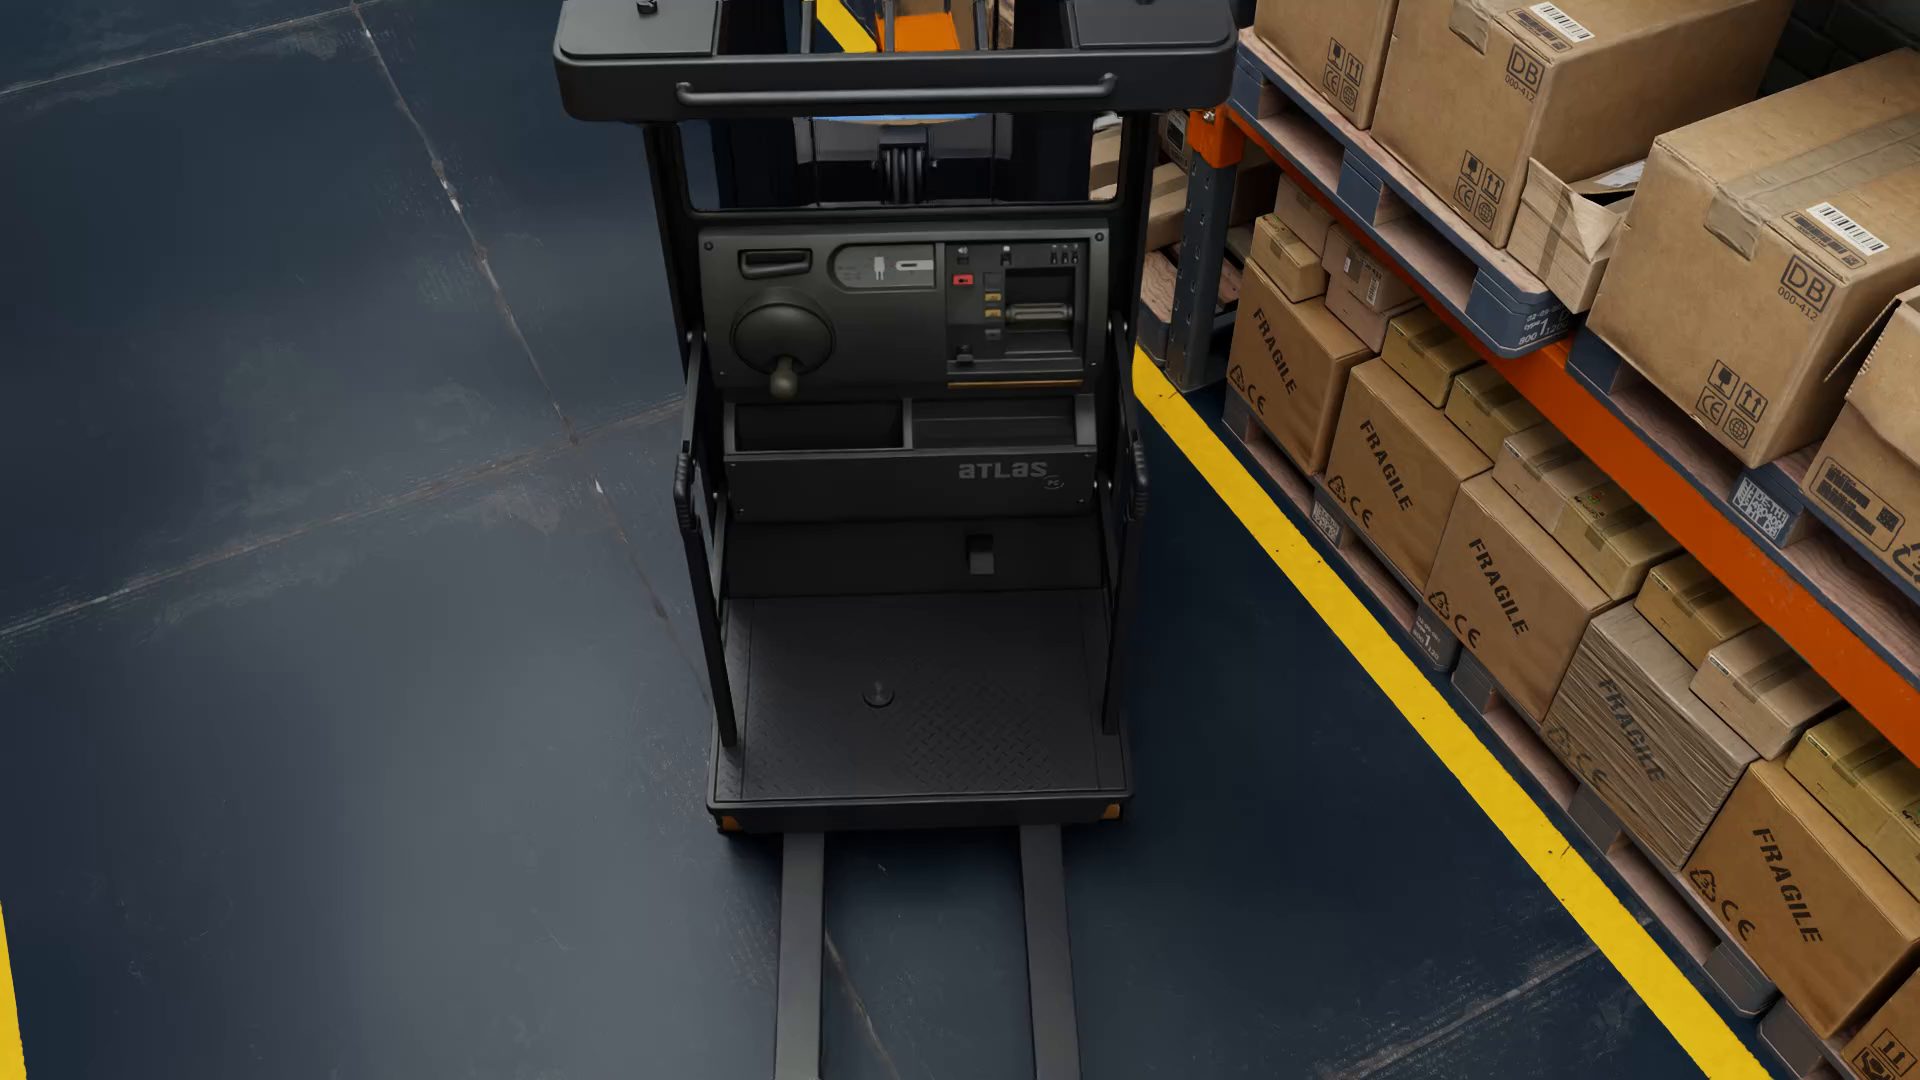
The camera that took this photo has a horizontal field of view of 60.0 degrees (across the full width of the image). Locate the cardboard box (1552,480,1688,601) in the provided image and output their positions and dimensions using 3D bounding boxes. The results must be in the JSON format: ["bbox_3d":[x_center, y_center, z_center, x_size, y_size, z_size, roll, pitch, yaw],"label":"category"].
[{"bbox_3d":[1.756,-0.036,4.240,0.380,0.149,0.250,-19,52,-16],"label":"cardboard box"}]

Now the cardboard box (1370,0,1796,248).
[{"bbox_3d":[1.435,-1.115,3.887,0.700,0.500,0.500,-21,52,-17],"label":"cardboard box"}]

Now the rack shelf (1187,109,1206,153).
[{"bbox_3d":[0.260,-2.793,6.178,1.077,0.370,4.000,-21,52,-18],"label":"rack shelf"}]

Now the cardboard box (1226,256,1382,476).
[{"bbox_3d":[1.197,-0.605,5.168,0.500,0.500,0.500,-19,52,-16],"label":"cardboard box"}]

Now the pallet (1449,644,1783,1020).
[{"bbox_3d":[2.144,0.576,4.606,1.003,0.211,1.213,-21,52,-18],"label":"pallet"}]

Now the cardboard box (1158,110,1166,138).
[{"bbox_3d":[0.885,-1.705,6.363,0.380,0.149,0.250,-22,52,-18],"label":"cardboard box"}]

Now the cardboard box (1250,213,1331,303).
[{"bbox_3d":[1.103,-0.888,4.985,0.380,0.149,0.250,-19,51,-16],"label":"cardboard box"}]

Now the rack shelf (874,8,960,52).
[{"bbox_3d":[-0.115,-1.462,5.209,0.258,0.148,0.480,-6,49,-5],"label":"rack shelf"}]

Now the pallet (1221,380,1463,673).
[{"bbox_3d":[1.581,-0.242,5.321,1.003,0.211,1.213,-21,52,-18],"label":"pallet"}]

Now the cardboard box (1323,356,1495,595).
[{"bbox_3d":[1.449,-0.252,4.860,0.500,0.500,0.500,-22,52,-18],"label":"cardboard box"}]

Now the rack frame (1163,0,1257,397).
[{"bbox_3d":[1.176,-1.691,4.737,1.000,3.000,0.127,-21,52,-18],"label":"rack frame"}]

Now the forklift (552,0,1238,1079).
[{"bbox_3d":[-0.115,-0.426,3.676,1.130,2.935,3.031,-2,49,-1],"label":"forklift"}]

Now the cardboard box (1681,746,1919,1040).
[{"bbox_3d":[2.160,0.774,3.962,0.500,0.500,0.500,-19,52,-16],"label":"cardboard box"}]

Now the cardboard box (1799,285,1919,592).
[{"bbox_3d":[2.095,-0.215,3.098,0.797,0.503,0.637,-22,52,-18],"label":"cardboard box"}]

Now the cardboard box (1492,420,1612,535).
[{"bbox_3d":[1.645,-0.203,4.386,0.380,0.149,0.250,-21,52,-18],"label":"cardboard box"}]

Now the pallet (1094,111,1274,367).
[{"bbox_3d":[0.862,-1.233,6.189,1.003,0.211,1.213,-21,52,-18],"label":"pallet"}]

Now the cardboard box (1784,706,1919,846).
[{"bbox_3d":[2.126,0.491,3.778,0.380,0.149,0.250,-22,52,-18],"label":"cardboard box"}]

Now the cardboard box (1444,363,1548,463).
[{"bbox_3d":[1.564,-0.383,4.543,0.380,0.149,0.250,-22,52,-18],"label":"cardboard box"}]

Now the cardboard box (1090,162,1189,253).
[{"bbox_3d":[0.660,-1.163,5.889,0.380,0.149,0.250,-23,53,-19],"label":"cardboard box"}]

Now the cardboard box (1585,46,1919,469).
[{"bbox_3d":[1.794,-0.590,3.428,0.700,0.500,0.500,-21,52,-18],"label":"cardboard box"}]

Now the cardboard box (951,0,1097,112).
[{"bbox_3d":[0.372,-1.962,6.354,0.700,0.500,0.500,-23,53,-19],"label":"cardboard box"}]

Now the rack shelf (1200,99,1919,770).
[{"bbox_3d":[2.091,-0.116,3.837,1.077,0.370,4.000,-21,52,-18],"label":"rack shelf"}]

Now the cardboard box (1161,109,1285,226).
[{"bbox_3d":[1.083,-1.468,6.048,0.500,0.311,0.500,-19,52,-16],"label":"cardboard box"}]

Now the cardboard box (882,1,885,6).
[{"bbox_3d":[-0.103,-2.656,6.962,0.700,0.500,0.500,-19,52,-16],"label":"cardboard box"}]

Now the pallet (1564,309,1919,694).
[{"bbox_3d":[2.112,-0.251,3.604,1.003,0.211,1.213,-21,52,-18],"label":"pallet"}]

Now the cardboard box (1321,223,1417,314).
[{"bbox_3d":[1.265,-0.829,4.735,0.380,0.149,0.250,-24,53,-19],"label":"cardboard box"}]

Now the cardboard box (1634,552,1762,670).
[{"bbox_3d":[1.906,0.134,4.090,0.380,0.149,0.250,-21,52,-17],"label":"cardboard box"}]

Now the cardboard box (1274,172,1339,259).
[{"bbox_3d":[1.157,-1.007,4.891,0.380,0.149,0.250,-22,52,-18],"label":"cardboard box"}]

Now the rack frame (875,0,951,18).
[{"bbox_3d":[-0.149,-1.385,5.664,0.240,1.200,0.015,-6,49,-5],"label":"rack frame"}]

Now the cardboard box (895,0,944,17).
[{"bbox_3d":[0.050,-2.268,6.623,0.500,0.500,0.500,-20,52,-17],"label":"cardboard box"}]

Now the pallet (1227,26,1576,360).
[{"bbox_3d":[1.444,-1.056,4.308,1.003,0.211,1.213,-21,52,-18],"label":"pallet"}]

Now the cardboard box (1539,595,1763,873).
[{"bbox_3d":[1.906,0.432,4.261,0.500,0.500,0.500,-23,53,-19],"label":"cardboard box"}]

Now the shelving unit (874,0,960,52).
[{"bbox_3d":[-0.115,-1.203,5.505,0.258,1.200,0.503,-6,49,-5],"label":"shelving unit"}]

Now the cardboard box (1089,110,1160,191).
[{"bbox_3d":[0.496,-1.440,6.054,0.396,0.266,0.258,-19,52,-16],"label":"cardboard box"}]

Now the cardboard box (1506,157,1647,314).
[{"bbox_3d":[1.470,-0.723,3.700,0.396,0.266,0.258,-19,51,-16],"label":"cardboard box"}]

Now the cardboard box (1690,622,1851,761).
[{"bbox_3d":[1.973,0.316,3.931,0.380,0.149,0.250,-23,53,-19],"label":"cardboard box"}]

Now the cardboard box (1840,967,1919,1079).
[{"bbox_3d":[2.402,1.123,3.657,0.500,0.500,0.500,-22,52,-18],"label":"cardboard box"}]

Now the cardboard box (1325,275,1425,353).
[{"bbox_3d":[1.299,-0.730,4.846,0.380,0.149,0.250,-22,53,-19],"label":"cardboard box"}]

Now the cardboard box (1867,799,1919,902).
[{"bbox_3d":[2.241,0.658,3.633,0.380,0.149,0.250,-20,52,-16],"label":"cardboard box"}]

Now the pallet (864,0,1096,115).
[{"bbox_3d":[0.300,-2.051,6.904,1.003,0.211,1.213,-21,52,-18],"label":"pallet"}]

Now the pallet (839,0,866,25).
[{"bbox_3d":[-0.254,-2.866,7.617,1.003,0.211,1.213,-21,52,-18],"label":"pallet"}]

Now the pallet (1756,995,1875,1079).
[{"bbox_3d":[2.698,1.391,3.893,1.003,0.211,1.213,-21,52,-18],"label":"pallet"}]

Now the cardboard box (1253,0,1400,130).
[{"bbox_3d":[1.198,-1.462,4.190,0.700,0.500,0.500,-20,52,-17],"label":"cardboard box"}]

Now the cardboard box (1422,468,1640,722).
[{"bbox_3d":[1.674,0.083,4.566,0.500,0.500,0.500,-23,53,-19],"label":"cardboard box"}]

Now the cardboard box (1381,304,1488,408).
[{"bbox_3d":[1.426,-0.562,4.699,0.380,0.149,0.250,-24,53,-19],"label":"cardboard box"}]
